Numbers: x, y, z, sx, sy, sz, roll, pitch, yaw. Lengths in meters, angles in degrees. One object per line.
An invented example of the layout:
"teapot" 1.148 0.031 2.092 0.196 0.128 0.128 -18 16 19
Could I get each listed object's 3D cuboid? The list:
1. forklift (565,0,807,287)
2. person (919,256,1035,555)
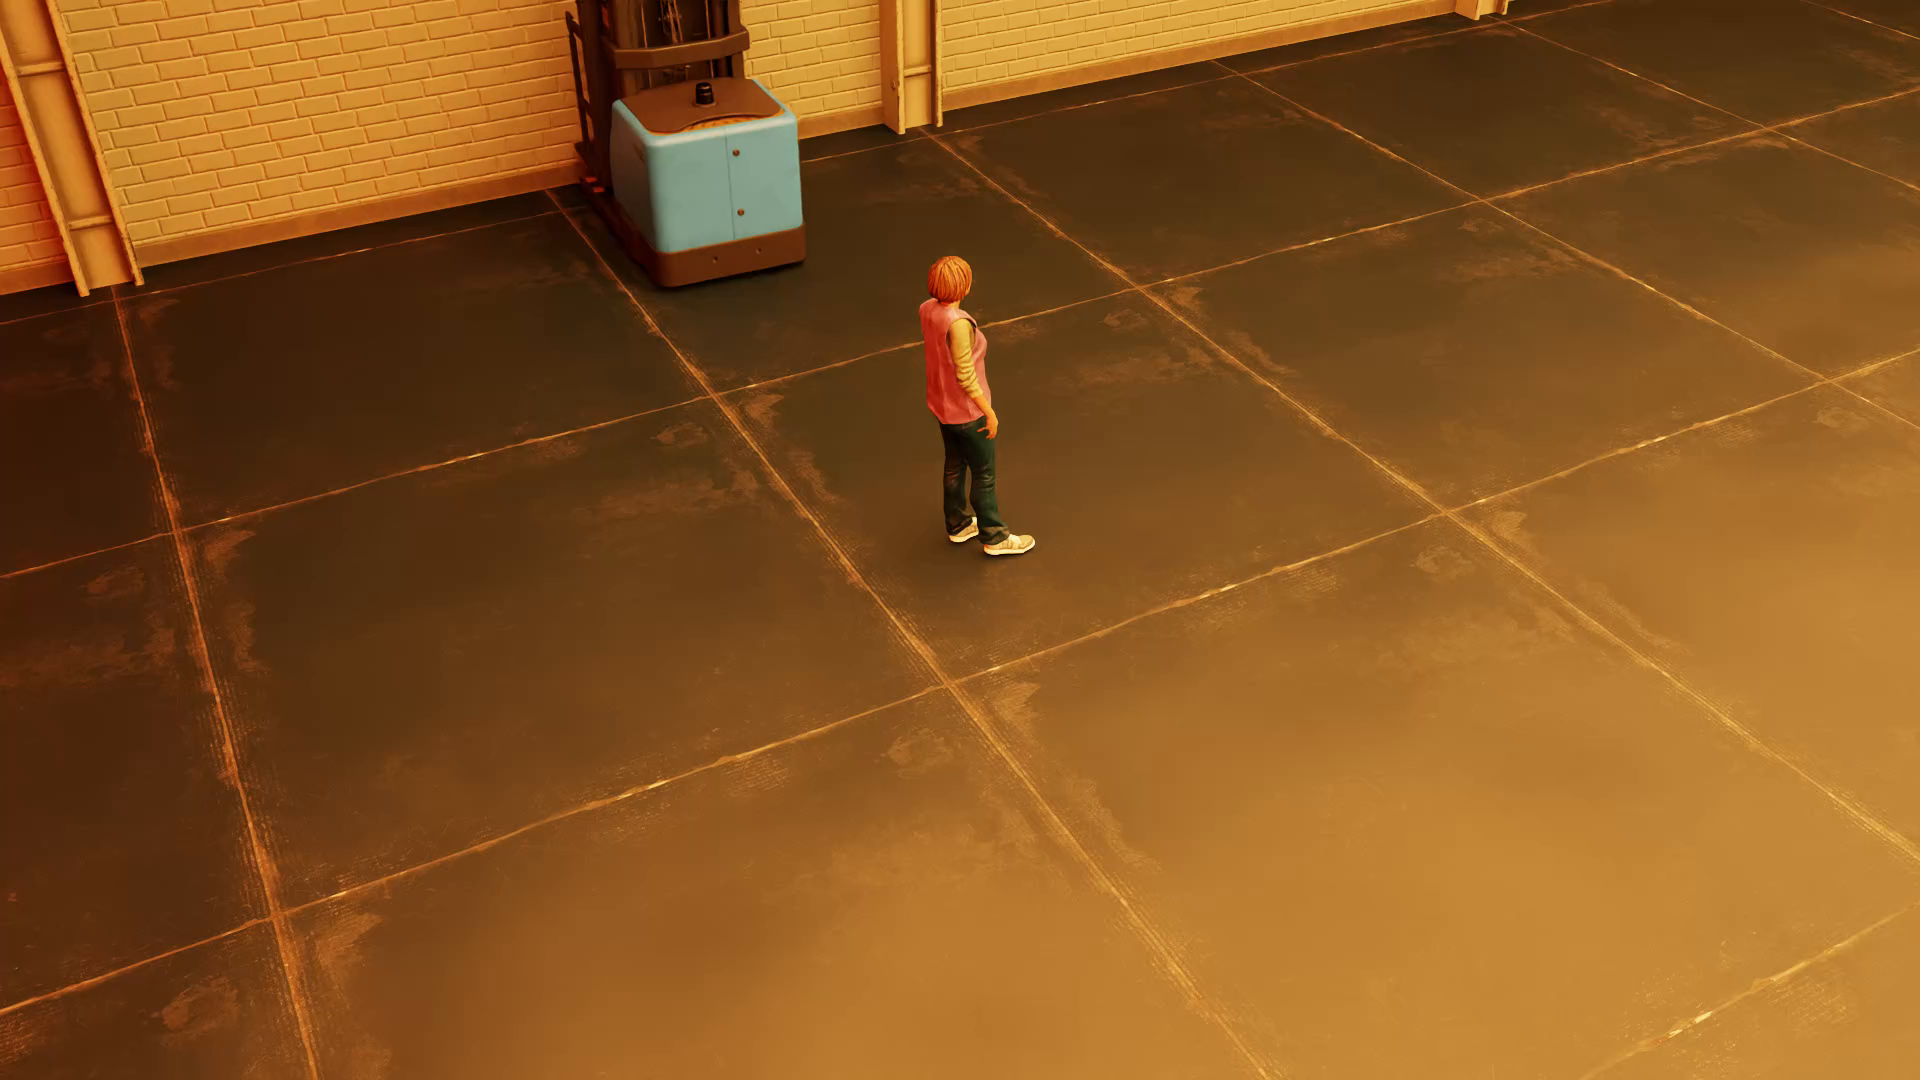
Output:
"forklift" -2.127 -3.691 11.344 1.130 2.935 3.031 -15 38 -21
"person" 0.073 -0.671 8.215 0.473 1.599 0.520 -17 39 -23
